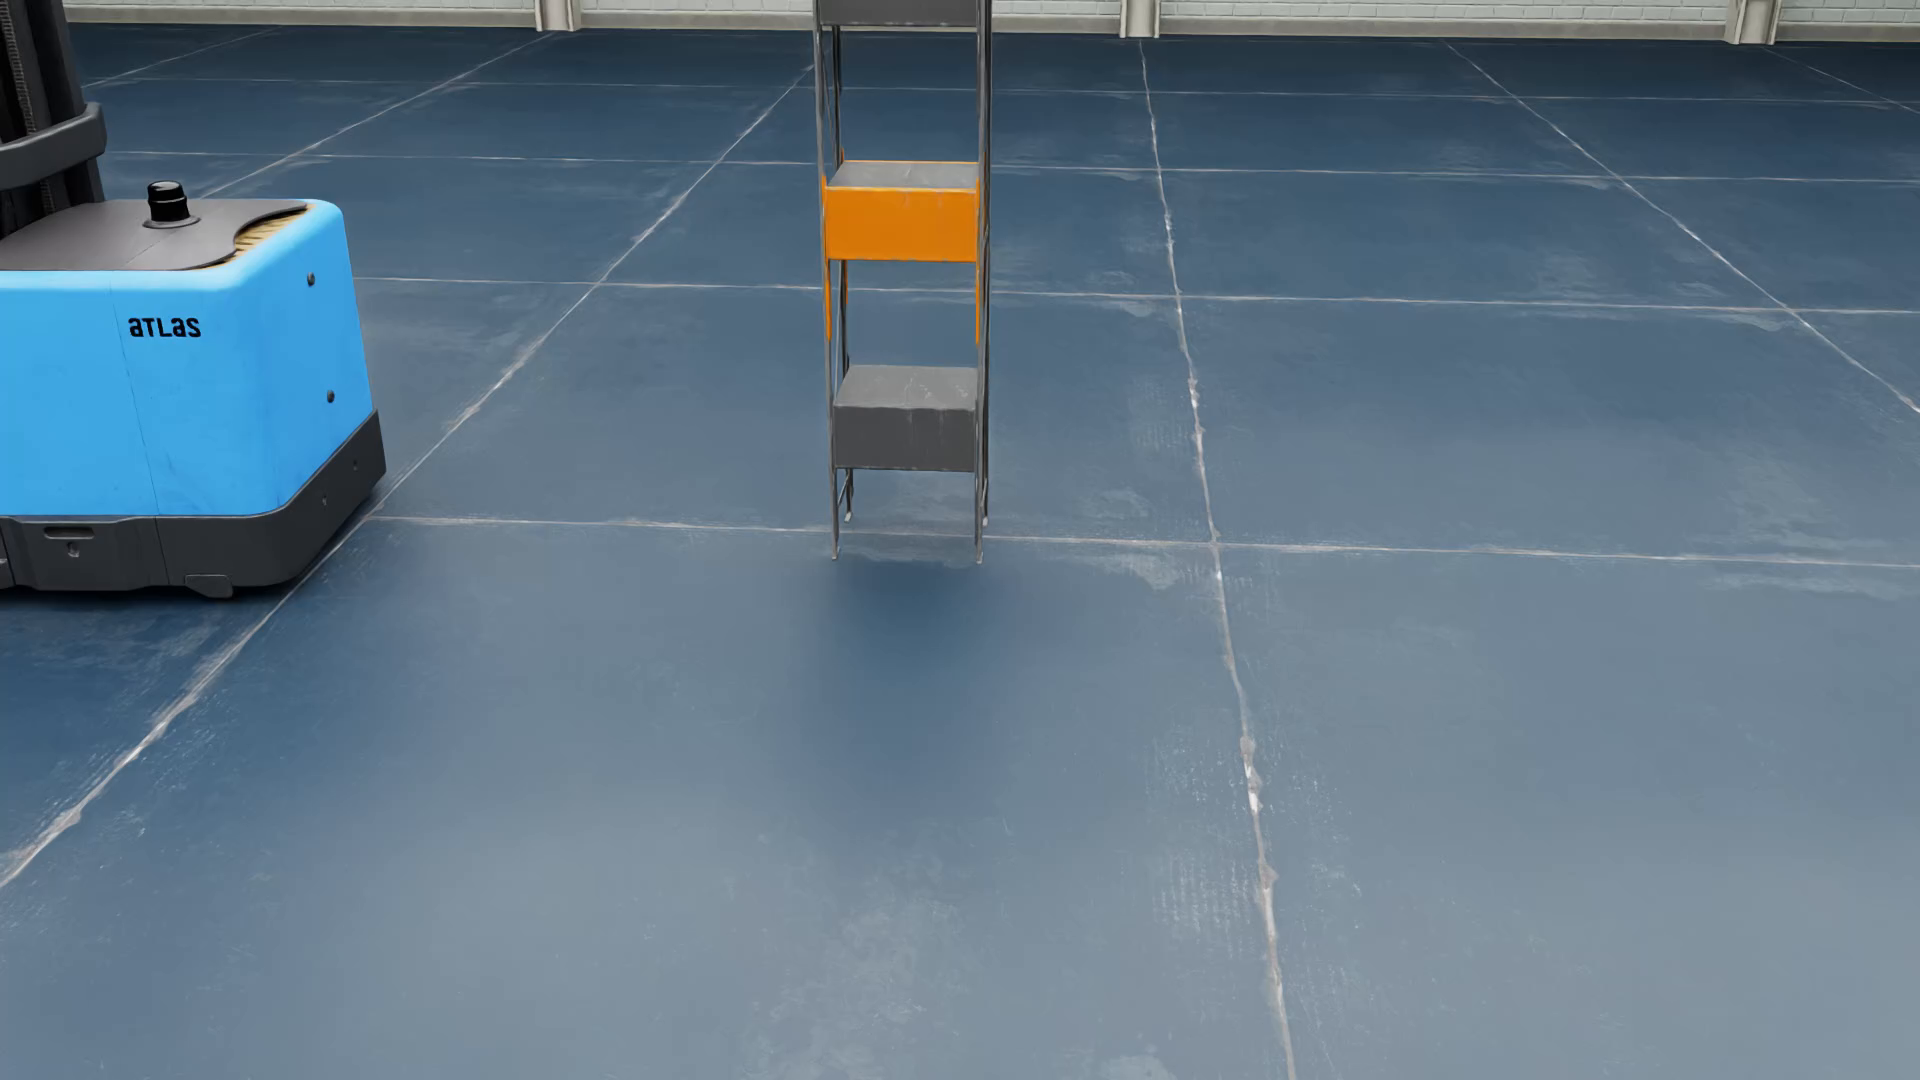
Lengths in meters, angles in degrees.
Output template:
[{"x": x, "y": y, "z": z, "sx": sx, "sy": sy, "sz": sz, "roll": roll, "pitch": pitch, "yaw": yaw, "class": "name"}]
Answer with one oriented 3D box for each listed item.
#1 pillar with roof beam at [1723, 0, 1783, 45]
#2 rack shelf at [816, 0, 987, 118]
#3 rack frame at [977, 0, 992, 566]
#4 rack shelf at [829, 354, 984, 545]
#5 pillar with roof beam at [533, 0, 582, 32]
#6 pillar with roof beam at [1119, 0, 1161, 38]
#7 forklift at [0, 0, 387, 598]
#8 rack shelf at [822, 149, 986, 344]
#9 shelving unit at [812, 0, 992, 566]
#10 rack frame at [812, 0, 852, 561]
[{"x": 7.472, "y": -7.222, "z": 10.681, "sx": 0.400, "sy": 9.000, "sz": 9.100, "roll": 2, "pitch": 25, "yaw": 4, "class": "pillar with roof beam"}, {"x": -0.165, "y": -1.583, "z": 5.036, "sx": 0.480, "sy": 0.518, "sz": 0.431, "roll": 2, "pitch": 25, "yaw": 4, "class": "rack shelf"}, {"x": 0.078, "y": -0.951, "z": 5.306, "sx": 0.015, "sy": 2.100, "sz": 0.400, "roll": 2, "pitch": 25, "yaw": 4, "class": "rack frame"}, {"x": -0.165, "y": -0.311, "z": 5.621, "sx": 0.480, "sy": 0.518, "sz": 0.431, "roll": 2, "pitch": 25, "yaw": 4, "class": "rack shelf"}, {"x": -4.493, "y": -7.606, "z": 11.515, "sx": 0.400, "sy": 9.000, "sz": 9.100, "roll": 2, "pitch": 25, "yaw": 4, "class": "pillar with roof beam"}, {"x": 1.489, "y": -7.414, "z": 11.098, "sx": 0.400, "sy": 9.000, "sz": 9.100, "roll": 2, "pitch": 25, "yaw": 4, "class": "pillar with roof beam"}, {"x": -3.630, "y": -1.342, "z": 5.161, "sx": 3.031, "sy": 2.935, "sz": 1.130, "roll": 0, "pitch": 25, "yaw": 0, "class": "forklift"}, {"x": -0.165, "y": -0.947, "z": 5.328, "sx": 0.480, "sy": 0.518, "sz": 0.431, "roll": 2, "pitch": 25, "yaw": 4, "class": "rack shelf"}, {"x": -0.165, "y": -0.959, "z": 5.323, "sx": 0.503, "sy": 2.100, "sz": 0.431, "roll": 2, "pitch": 25, "yaw": 4, "class": "shelving unit"}, {"x": -0.408, "y": -0.967, "z": 5.340, "sx": 0.015, "sy": 2.100, "sz": 0.400, "roll": 2, "pitch": 25, "yaw": 4, "class": "rack frame"}]
